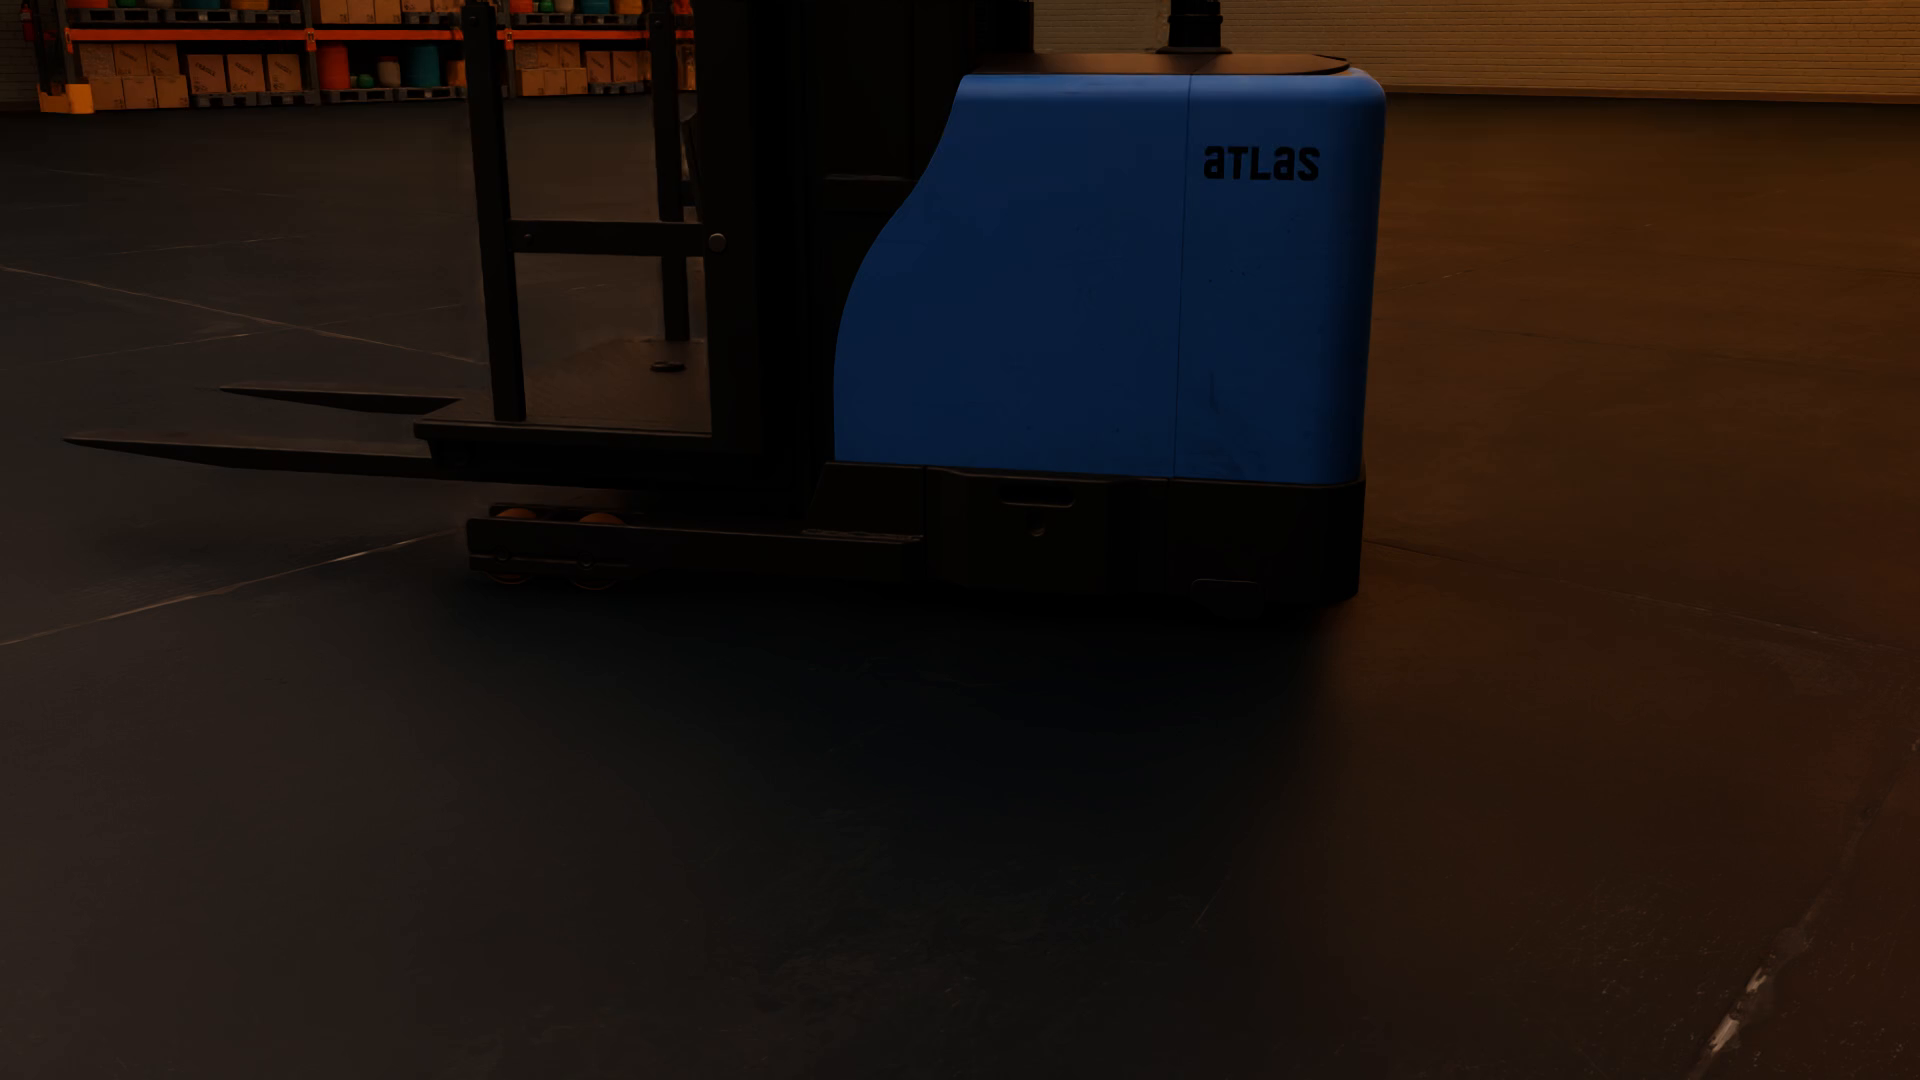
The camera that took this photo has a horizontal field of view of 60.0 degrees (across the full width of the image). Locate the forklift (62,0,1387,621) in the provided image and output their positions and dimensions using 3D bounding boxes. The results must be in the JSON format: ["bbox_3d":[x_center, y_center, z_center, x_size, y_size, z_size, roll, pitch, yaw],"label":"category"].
[{"bbox_3d":[-0.598,-1.438,3.633,3.031,2.935,1.130,3,17,11],"label":"forklift"}]
